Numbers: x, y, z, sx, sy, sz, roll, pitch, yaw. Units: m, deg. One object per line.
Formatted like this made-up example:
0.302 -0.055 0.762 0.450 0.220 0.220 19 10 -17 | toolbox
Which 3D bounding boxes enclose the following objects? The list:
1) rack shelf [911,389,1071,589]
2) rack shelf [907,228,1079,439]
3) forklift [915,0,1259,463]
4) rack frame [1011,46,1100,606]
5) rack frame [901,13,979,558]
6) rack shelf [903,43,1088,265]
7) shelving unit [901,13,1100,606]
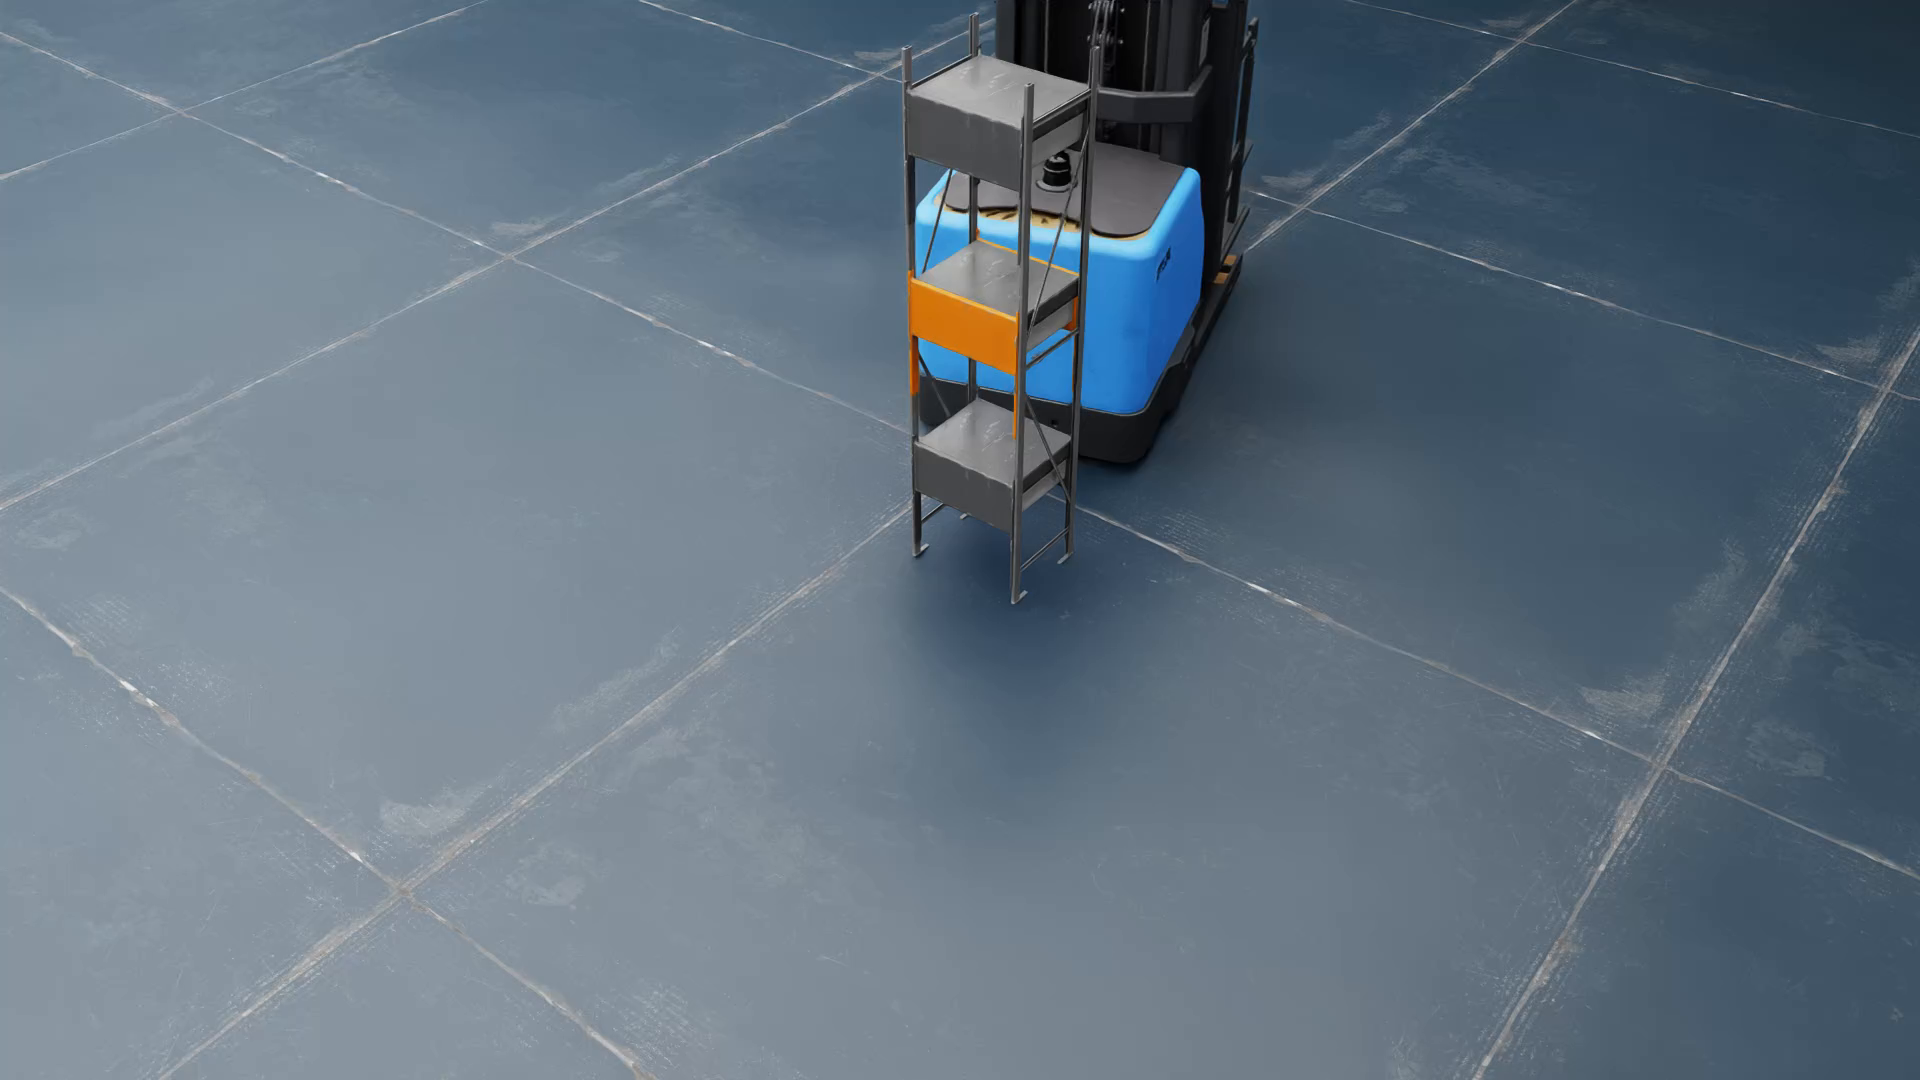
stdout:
0.131 -0.203 6.463 0.480 0.518 0.431 25 45 29 | rack shelf
0.131 -0.754 6.032 0.480 0.518 0.431 25 45 29 | rack shelf
0.781 -2.393 7.428 1.130 2.935 3.031 13 40 16 | forklift
0.325 -0.673 5.907 0.015 2.100 0.400 25 45 29 | rack frame
-0.062 -0.856 6.140 0.015 2.100 0.400 25 45 29 | rack frame
0.131 -1.305 5.600 0.480 0.518 0.431 25 45 29 | rack shelf
0.131 -0.765 6.024 0.503 2.100 0.431 25 45 29 | shelving unit
